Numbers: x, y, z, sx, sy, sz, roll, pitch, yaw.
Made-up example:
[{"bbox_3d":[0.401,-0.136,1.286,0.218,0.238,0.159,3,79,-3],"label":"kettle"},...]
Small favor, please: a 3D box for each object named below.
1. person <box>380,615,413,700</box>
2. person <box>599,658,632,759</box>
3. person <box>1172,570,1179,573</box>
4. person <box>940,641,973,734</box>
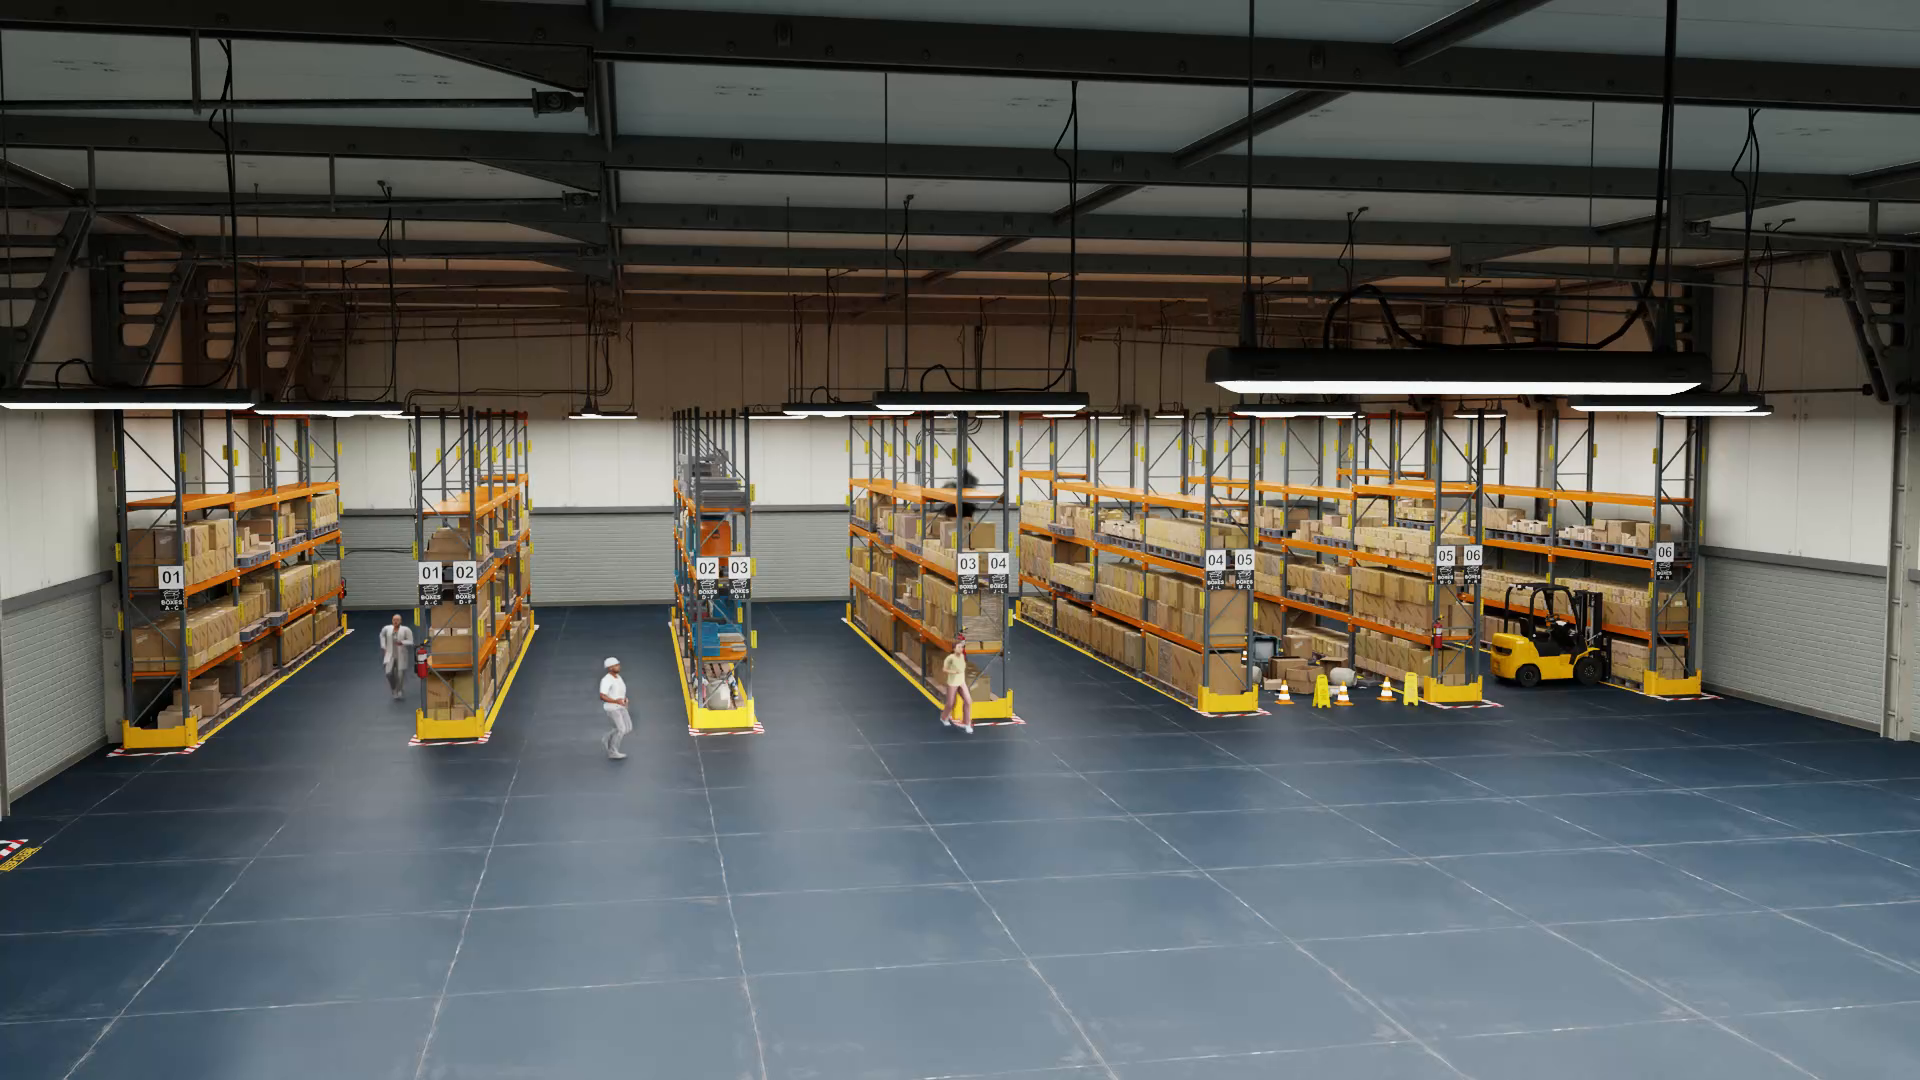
[{"bbox_3d":[-11.613,2.410,34.266,0.691,1.762,0.795,-1,4,-10],"label":"person"},{"bbox_3d":[-5.856,2.851,28.259,0.600,1.719,0.695,1,4,12],"label":"person"},{"bbox_3d":[6.800,1.215,50.931,0.746,1.763,0.697,0,4,7],"label":"person"},{"bbox_3d":[-0.094,2.703,30.830,0.600,1.692,0.887,-3,5,-35],"label":"person"}]
